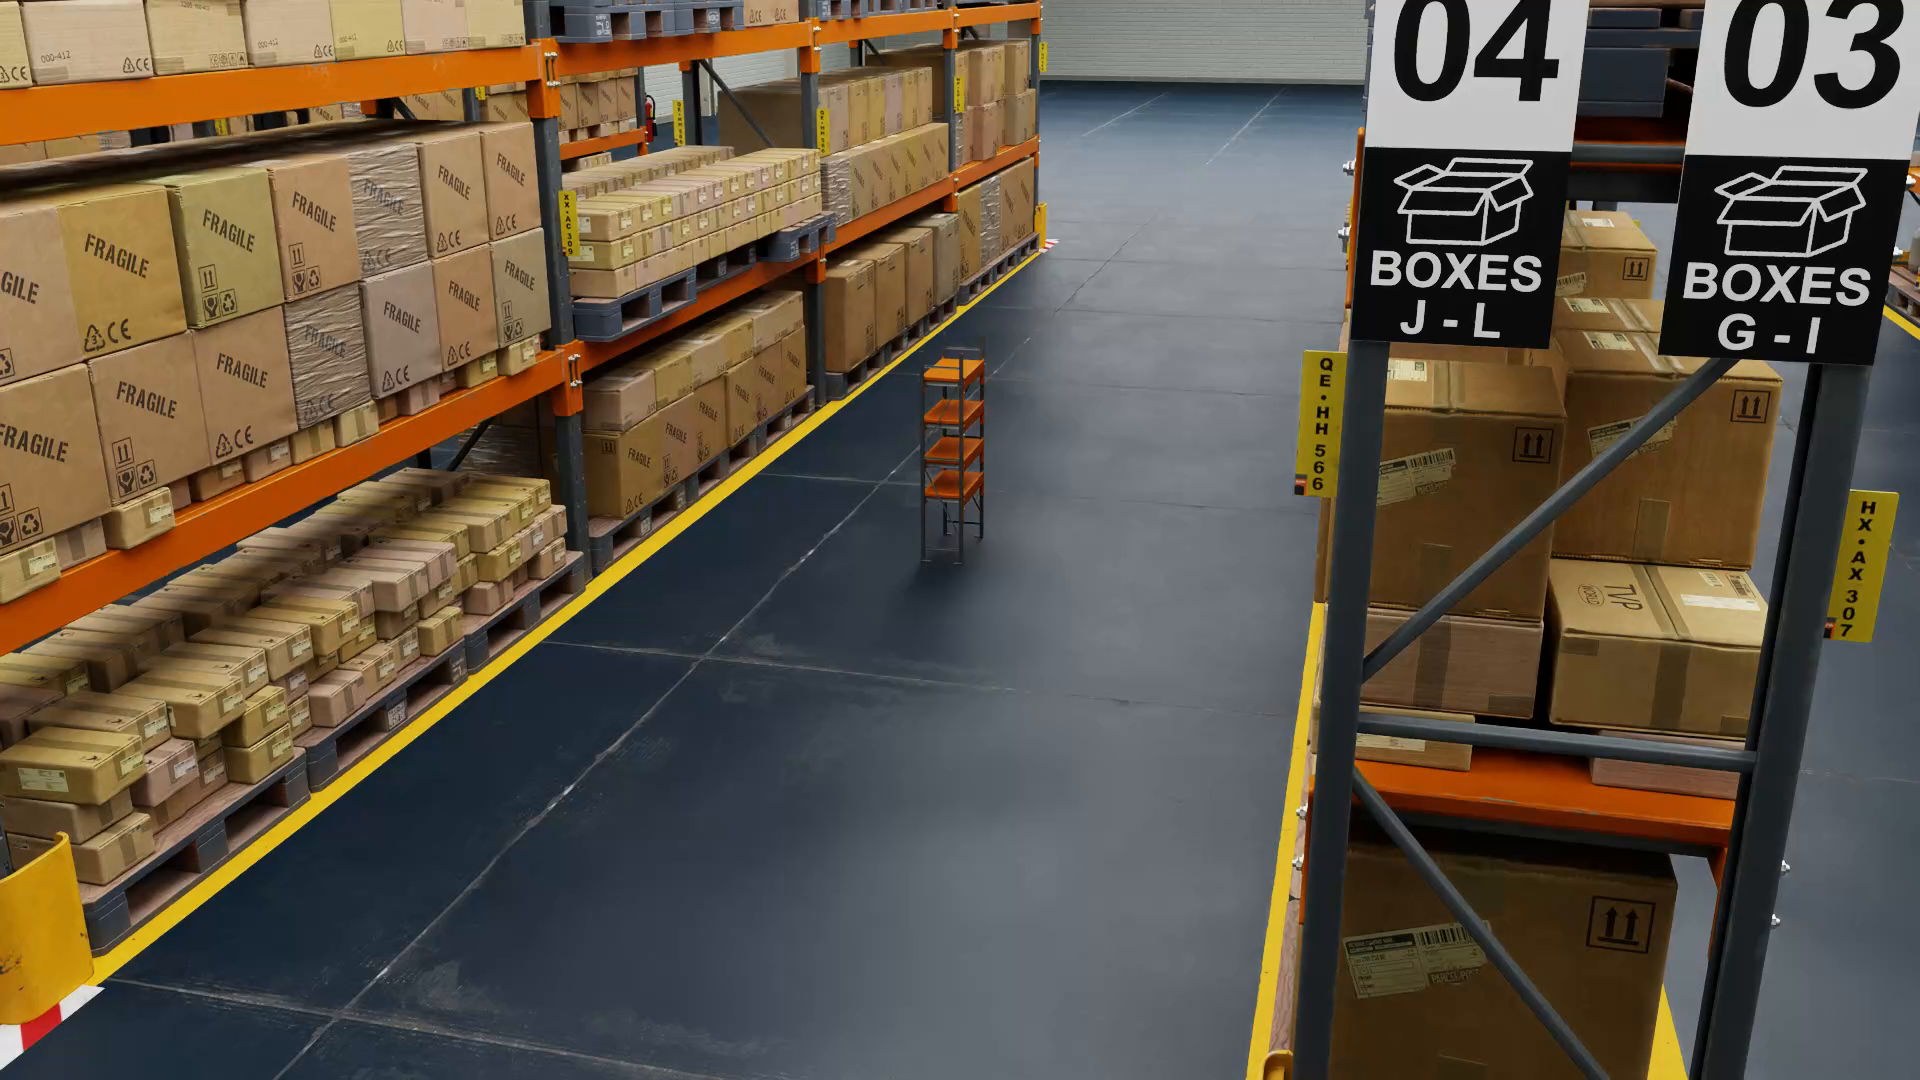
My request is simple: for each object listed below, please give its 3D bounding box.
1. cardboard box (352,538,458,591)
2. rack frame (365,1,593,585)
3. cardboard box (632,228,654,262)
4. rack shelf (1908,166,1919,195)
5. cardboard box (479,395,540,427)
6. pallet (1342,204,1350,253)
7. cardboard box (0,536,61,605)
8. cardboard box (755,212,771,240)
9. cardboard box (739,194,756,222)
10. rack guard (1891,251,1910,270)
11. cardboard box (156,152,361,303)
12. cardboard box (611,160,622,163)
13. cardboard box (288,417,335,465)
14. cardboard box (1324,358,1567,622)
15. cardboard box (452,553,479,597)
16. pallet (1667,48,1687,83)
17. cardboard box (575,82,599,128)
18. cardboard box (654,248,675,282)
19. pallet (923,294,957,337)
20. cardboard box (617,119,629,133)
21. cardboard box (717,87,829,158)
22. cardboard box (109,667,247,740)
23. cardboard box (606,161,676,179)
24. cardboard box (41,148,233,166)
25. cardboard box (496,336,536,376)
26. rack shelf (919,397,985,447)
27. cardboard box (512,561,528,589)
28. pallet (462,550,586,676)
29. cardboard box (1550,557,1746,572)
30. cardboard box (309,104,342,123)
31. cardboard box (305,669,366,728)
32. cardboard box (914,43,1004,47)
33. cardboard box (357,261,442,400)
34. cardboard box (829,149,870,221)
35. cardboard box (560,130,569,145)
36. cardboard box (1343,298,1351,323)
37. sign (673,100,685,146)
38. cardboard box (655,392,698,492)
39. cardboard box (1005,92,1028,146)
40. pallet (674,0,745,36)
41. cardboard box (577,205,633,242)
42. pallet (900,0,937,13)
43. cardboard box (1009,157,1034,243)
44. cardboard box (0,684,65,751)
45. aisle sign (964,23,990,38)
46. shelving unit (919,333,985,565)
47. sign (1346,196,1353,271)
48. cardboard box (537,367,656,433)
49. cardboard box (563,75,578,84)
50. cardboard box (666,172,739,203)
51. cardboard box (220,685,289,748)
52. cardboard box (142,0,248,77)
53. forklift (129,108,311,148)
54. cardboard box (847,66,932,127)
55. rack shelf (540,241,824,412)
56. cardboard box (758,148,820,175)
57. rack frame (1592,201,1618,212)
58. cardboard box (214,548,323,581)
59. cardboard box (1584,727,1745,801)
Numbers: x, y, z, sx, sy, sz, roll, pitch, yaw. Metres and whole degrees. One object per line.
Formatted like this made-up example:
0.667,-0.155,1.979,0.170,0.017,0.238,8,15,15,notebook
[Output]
-2.524,0.110,7.565,0.380,0.149,0.250,4,19,11,cardboard box
-2.496,-1.220,8.619,1.000,3.000,0.127,5,19,13,rack frame
-1.892,-1.609,9.037,0.380,0.149,0.250,4,19,12,cardboard box
9.535,-3.199,15.527,1.077,0.370,4.000,5,19,13,rack shelf
-2.559,-0.844,9.576,0.500,0.250,0.500,4,19,12,cardboard box
3.337,-2.191,11.759,1.213,0.211,1.003,5,19,13,pallet
-3.076,0.077,5.210,0.380,0.149,0.250,4,19,13,cardboard box
-1.447,-2.042,10.764,0.380,0.149,0.250,4,19,11,cardboard box
-1.511,-2.099,10.471,0.380,0.149,0.250,5,20,15,cardboard box
10.051,-2.956,17.569,1.175,0.500,0.348,5,19,13,rack guard
-2.719,-1.227,6.478,0.500,0.500,0.500,4,19,12,cardboard box
-4.331,-4.321,20.142,0.500,0.500,0.500,5,19,14,cardboard box
-2.744,-0.416,6.654,0.380,0.149,0.250,5,20,15,cardboard box
1.176,-0.141,4.072,0.500,0.500,0.500,5,19,14,cardboard box
-2.523,0.155,7.893,0.380,0.149,0.250,5,19,14,cardboard box
1.779,-1.537,5.044,1.003,0.211,1.213,5,19,13,pallet
-4.506,-5.024,19.140,0.500,0.500,0.500,5,19,13,cardboard box
-1.827,-1.552,9.331,0.380,0.149,0.250,5,19,14,cardboard box
-0.657,-2.160,15.685,1.003,0.211,1.213,5,19,13,pallet
-4.227,-4.999,20.072,0.380,0.149,0.250,4,19,13,cardboard box
-1.399,-3.134,12.521,0.700,0.500,0.500,5,19,13,cardboard box
-2.879,0.600,6.130,0.380,0.149,0.250,5,19,13,cardboard box
-2.076,-2.377,10.824,0.380,0.149,0.250,6,20,16,cardboard box
-3.234,-1.279,6.630,0.500,0.500,0.500,4,19,11,cardboard box
-2.296,-0.904,8.082,0.380,0.149,0.250,4,19,12,cardboard box
-0.040,-0.664,9.291,0.258,0.148,0.480,5,19,13,rack shelf
-2.406,0.155,8.354,0.380,0.149,0.250,5,20,15,cardboard box
-2.626,0.313,8.445,1.003,0.211,1.213,5,19,13,pallet
1.812,0.095,4.541,0.500,0.250,0.500,4,19,13,cardboard box
-5.765,-3.673,14.537,0.500,0.500,0.500,5,19,14,cardboard box
-2.712,0.648,6.910,0.380,0.149,0.250,4,19,11,cardboard box
-0.006,-5.106,18.092,0.875,0.550,0.550,5,19,13,cardboard box
-2.591,-0.916,7.113,0.500,0.500,0.500,5,19,13,cardboard box
-1.025,-2.800,13.090,0.500,0.500,0.500,4,19,13,cardboard box
-4.622,-4.523,18.677,0.380,0.149,0.250,5,19,13,cardboard box
3.078,-1.029,10.697,1.225,0.875,0.875,4,19,11,cardboard box
-2.057,-3.064,12.228,0.100,0.325,0.005,5,19,13,sign
-1.930,-0.612,10.058,0.500,0.500,0.500,6,20,16,cardboard box
0.276,-4.758,18.746,0.875,0.550,0.550,5,19,13,cardboard box
-1.991,-3.061,9.659,1.213,0.211,1.003,5,19,13,pallet
-1.953,-1.669,8.751,0.380,0.149,0.250,6,20,16,cardboard box
-0.717,-4.765,14.653,0.805,0.209,1.217,4,19,11,pallet
0.335,-3.957,19.269,0.875,0.875,0.875,5,19,14,cardboard box
-3.472,0.642,6.007,0.380,0.149,0.250,5,19,14,cardboard box
0.163,-6.257,19.345,0.394,0.787,0.004,5,19,13,aisle sign
-0.040,-0.516,9.342,0.258,1.200,0.503,5,19,13,shelving unit
1.761,-1.347,7.321,0.100,0.325,0.005,5,19,13,sign
-2.059,-0.801,9.451,0.500,0.250,0.500,4,19,11,cardboard box
-4.714,-5.353,18.557,0.700,0.500,0.500,5,19,13,cardboard box
-1.576,-2.159,10.186,0.380,0.149,0.250,5,20,15,cardboard box
-2.833,0.662,6.408,0.380,0.149,0.250,5,20,15,cardboard box
-2.869,-1.763,5.798,0.500,0.250,0.500,4,19,12,cardboard box
-4.822,-2.063,11.193,1.130,2.935,3.031,-4,19,-12,forklift
-0.657,-4.092,15.325,0.700,0.500,0.500,4,19,12,cardboard box
-2.007,-1.506,10.570,1.077,0.370,4.000,5,19,13,rack shelf
-1.194,-2.645,11.610,0.380,0.149,0.250,4,19,11,cardboard box
2.289,-0.797,7.379,1.000,3.000,0.127,5,19,13,rack frame
-3.089,0.154,7.436,0.380,0.149,0.250,4,19,11,cardboard box
1.719,0.491,3.999,0.380,0.149,0.250,5,19,14,cardboard box
